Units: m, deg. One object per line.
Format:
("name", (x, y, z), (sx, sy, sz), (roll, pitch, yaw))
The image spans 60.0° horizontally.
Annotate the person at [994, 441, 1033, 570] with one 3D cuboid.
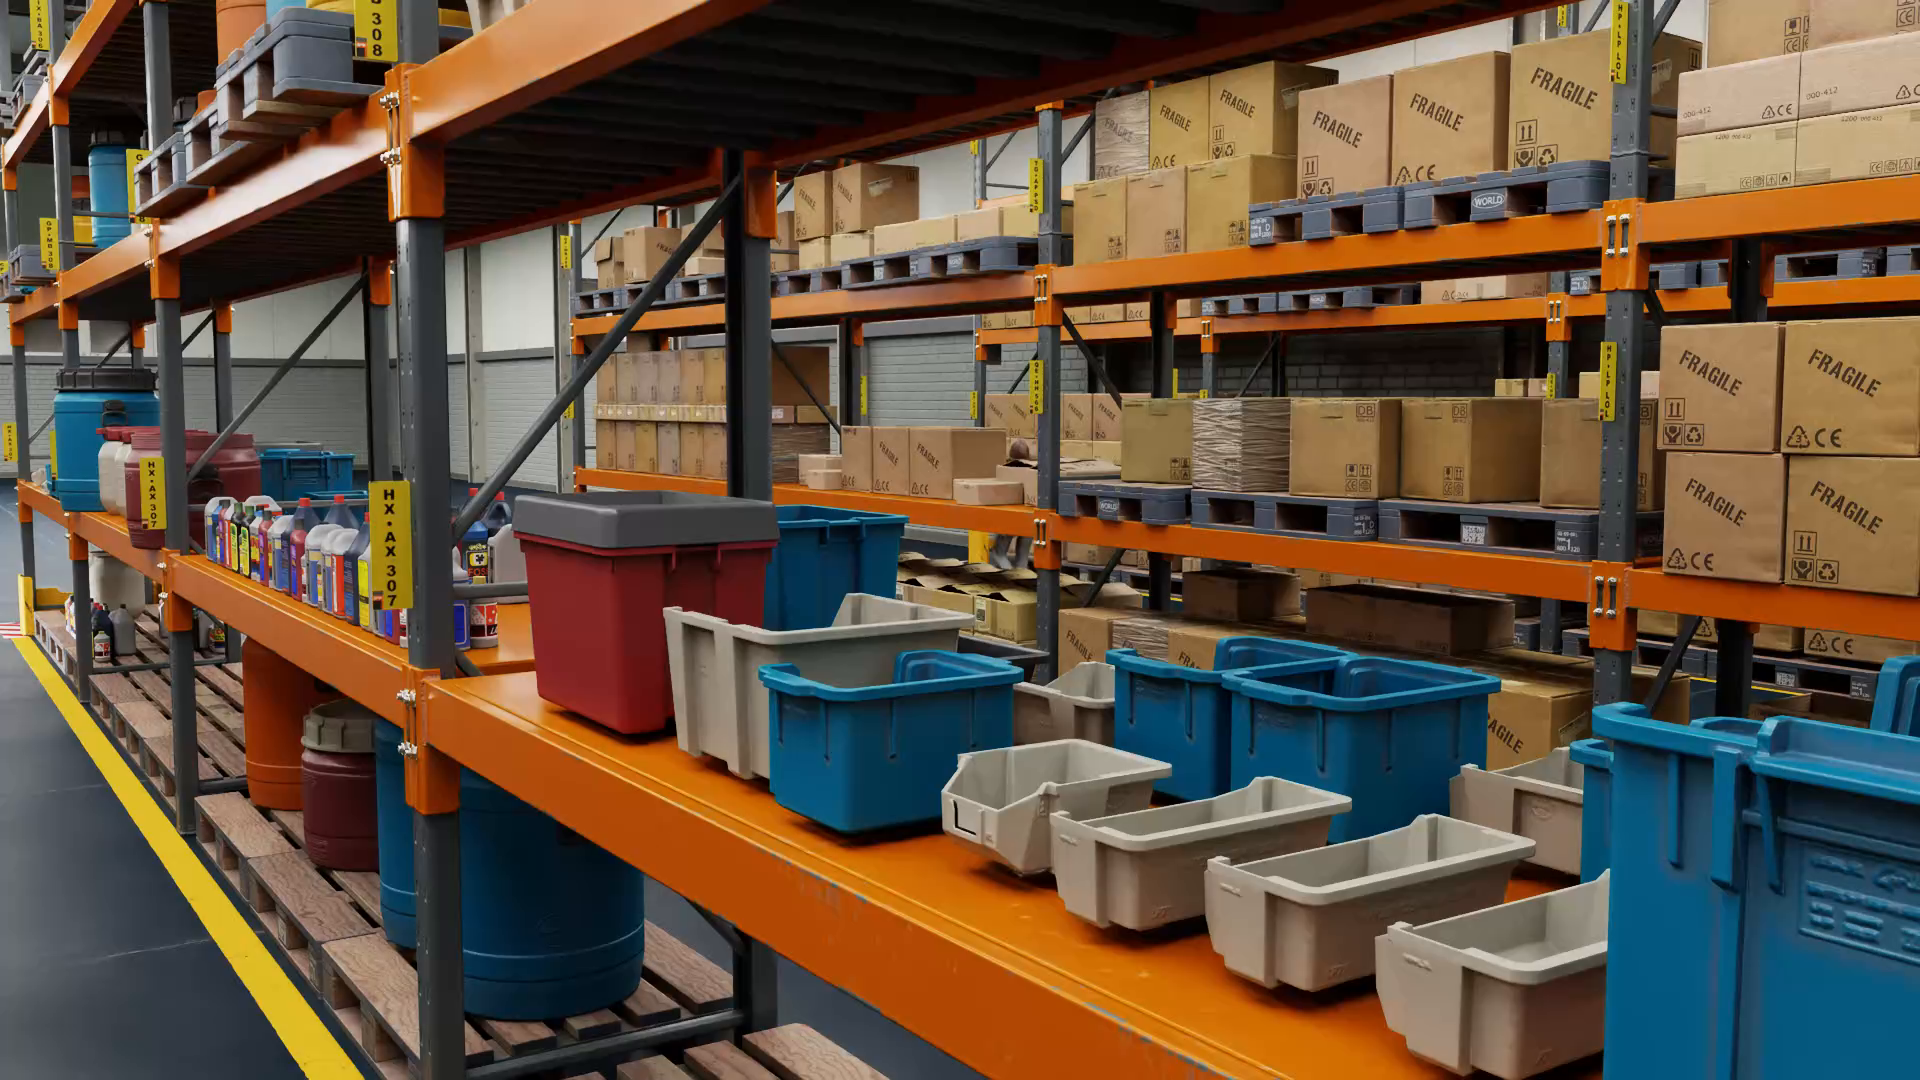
("person", (0.537, -0.144, 15.687), (0.405, 1.588, 0.414), (-1, 5, -15))
